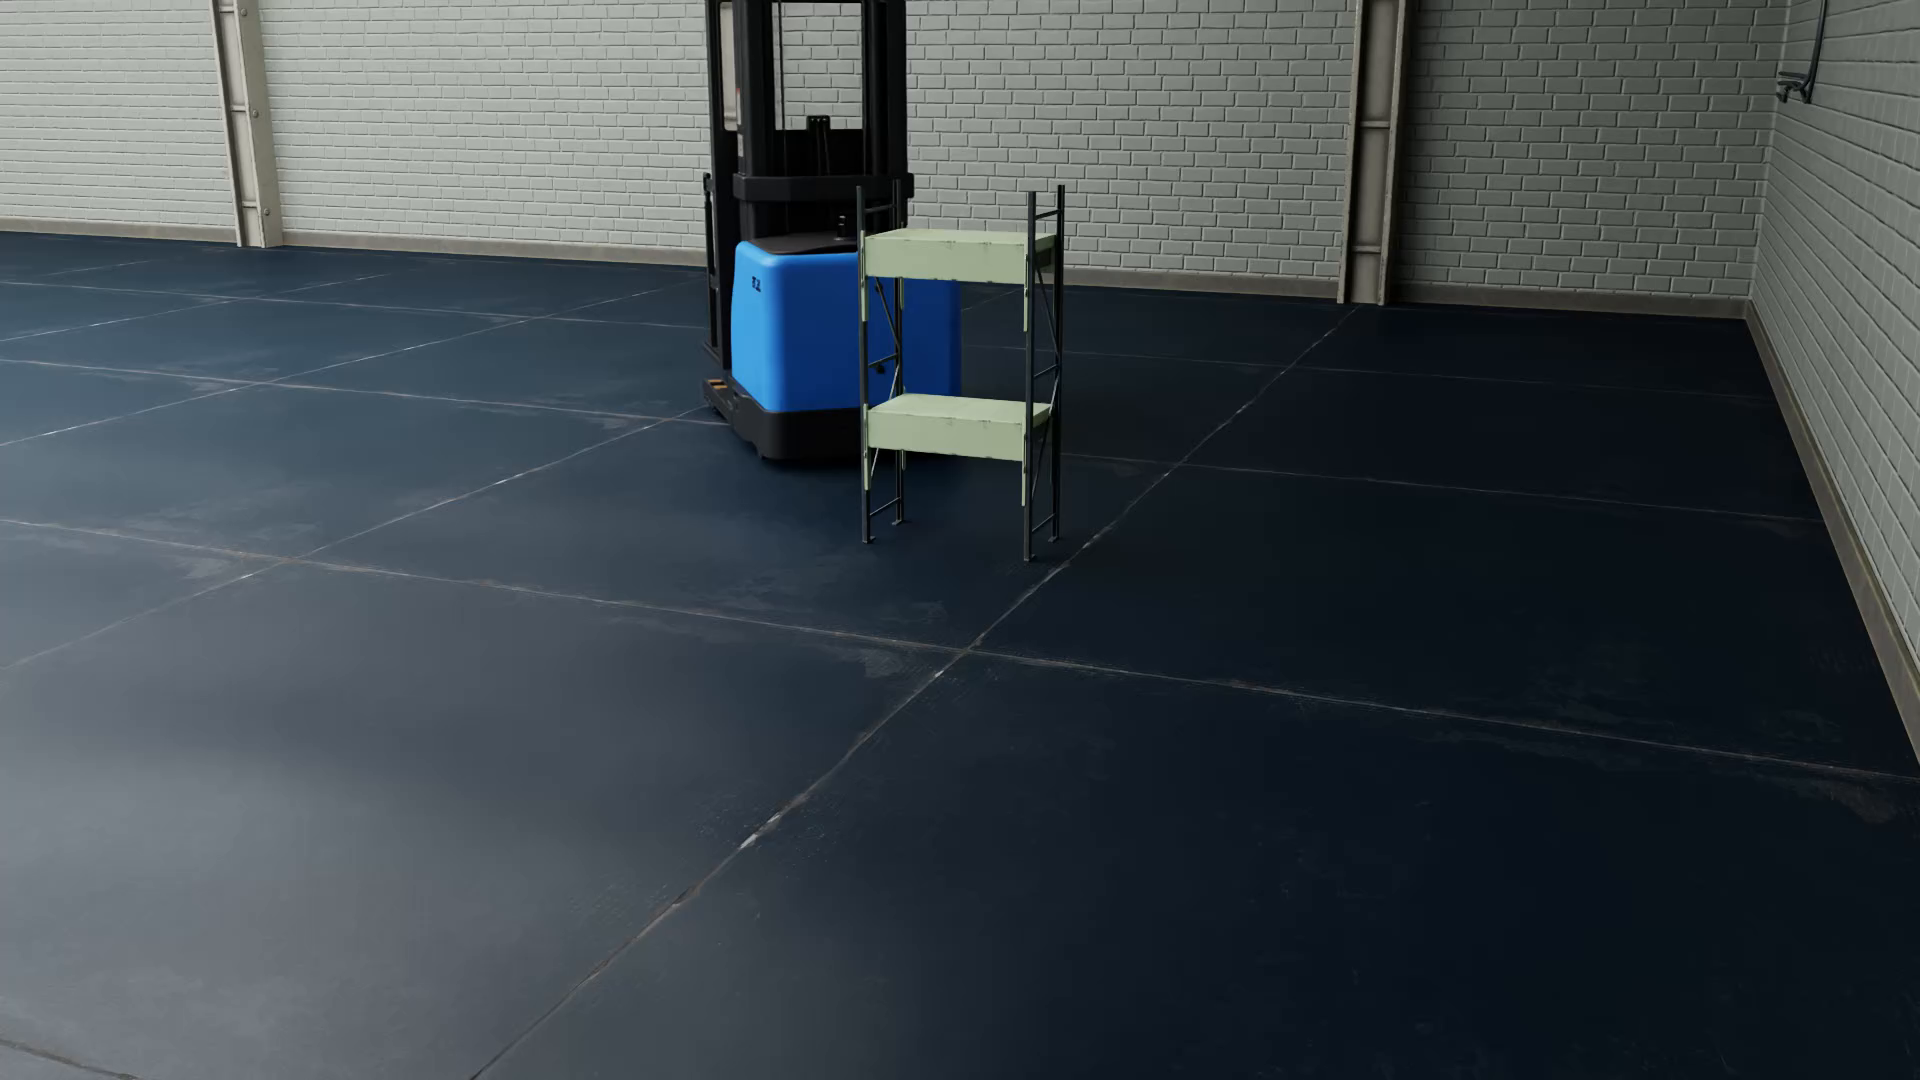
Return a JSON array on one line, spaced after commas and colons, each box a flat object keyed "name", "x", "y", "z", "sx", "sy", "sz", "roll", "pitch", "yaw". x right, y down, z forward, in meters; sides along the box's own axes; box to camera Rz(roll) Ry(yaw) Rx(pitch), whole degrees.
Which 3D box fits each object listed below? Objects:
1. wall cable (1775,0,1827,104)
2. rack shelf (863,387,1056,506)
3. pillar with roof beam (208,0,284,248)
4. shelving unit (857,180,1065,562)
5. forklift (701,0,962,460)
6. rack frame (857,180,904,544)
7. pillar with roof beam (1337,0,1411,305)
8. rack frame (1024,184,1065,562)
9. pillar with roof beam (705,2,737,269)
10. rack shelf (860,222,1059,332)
[{"name": "wall cable", "x": 5.692, "y": -4.215, "z": 11.121, "sx": 0.112, "sy": 2.526, "sz": 3.097, "roll": 6, "pitch": 17, "yaw": 21}, {"name": "rack shelf", "x": 0.006, "y": -0.406, "z": 7.053, "sx": 0.720, "sy": 0.370, "sz": 0.431, "roll": 6, "pitch": 17, "yaw": 21}, {"name": "pillar with roof beam", "x": -9.306, "y": -6.461, "z": 13.290, "sx": 0.400, "sy": 9.000, "sz": 9.100, "roll": 6, "pitch": 17, "yaw": 21}, {"name": "shelving unit", "x": 0.006, "y": -0.720, "z": 6.962, "sx": 0.755, "sy": 1.500, "sz": 0.431, "roll": 6, "pitch": 17, "yaw": 21}, {"name": "forklift", "x": -0.902, "y": -2.178, "z": 9.417, "sx": 1.130, "sy": 2.935, "sz": 3.031, "roll": -5, "pitch": 17, "yaw": -17}, {"name": "rack frame", "x": -0.334, "y": -0.757, "z": 7.091, "sx": 0.023, "sy": 1.500, "sz": 0.400, "roll": 6, "pitch": 17, "yaw": 21}, {"name": "pillar with roof beam", "x": 1.857, "y": -5.234, "z": 9.062, "sx": 0.400, "sy": 9.000, "sz": 9.100, "roll": 6, "pitch": 17, "yaw": 21}, {"name": "rack frame", "x": 0.347, "y": -0.682, "z": 6.833, "sx": 0.023, "sy": 1.500, "sz": 0.400, "roll": 6, "pitch": 17, "yaw": 21}, {"name": "pillar with roof beam", "x": -3.724, "y": -5.848, "z": 11.176, "sx": 0.400, "sy": 9.000, "sz": 9.100, "roll": 6, "pitch": 17, "yaw": 21}, {"name": "rack shelf", "x": 0.006, "y": -1.094, "z": 6.853, "sx": 0.720, "sy": 0.370, "sz": 0.431, "roll": 6, "pitch": 17, "yaw": 21}]
